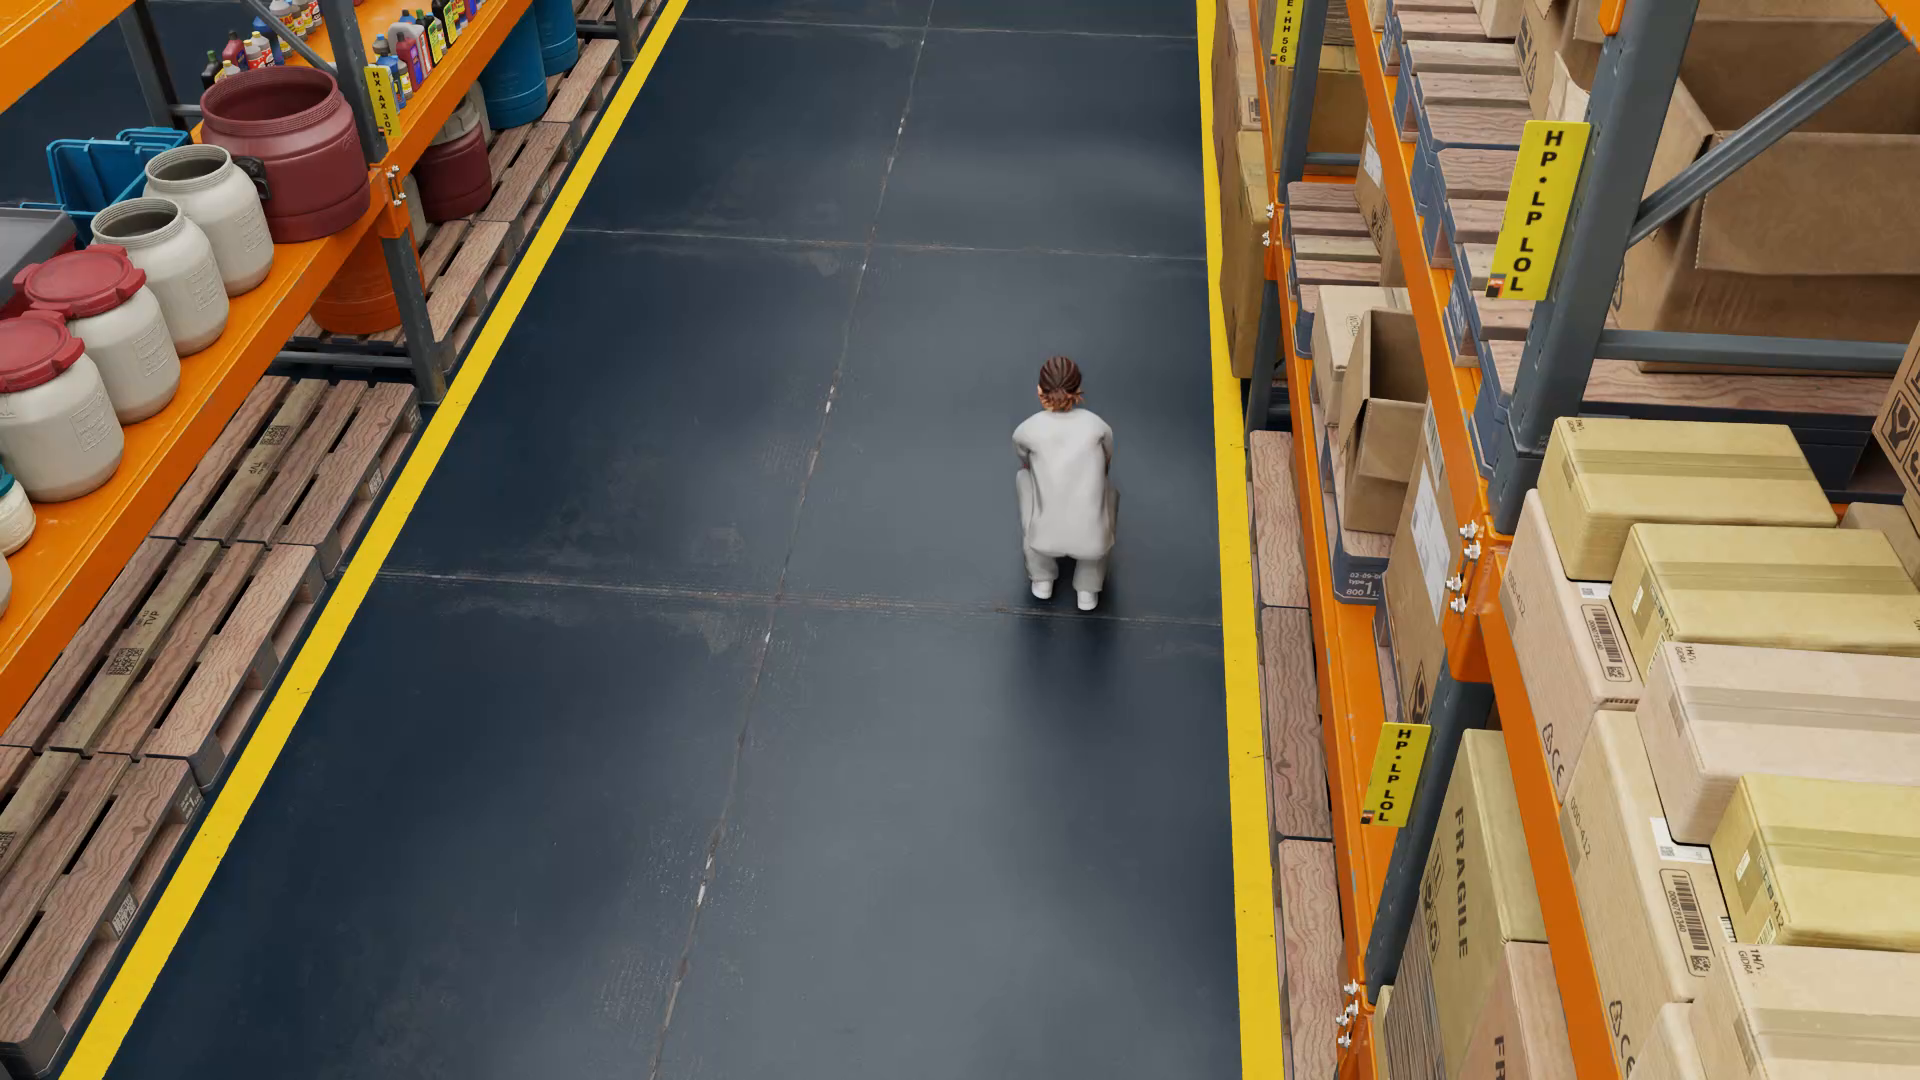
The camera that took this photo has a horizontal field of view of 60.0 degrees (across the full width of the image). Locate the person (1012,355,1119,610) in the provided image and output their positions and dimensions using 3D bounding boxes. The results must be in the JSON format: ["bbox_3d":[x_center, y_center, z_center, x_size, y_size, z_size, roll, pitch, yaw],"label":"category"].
[{"bbox_3d":[0.449,-0.249,7.021,0.468,0.951,0.811,3,40,3],"label":"person"}]
